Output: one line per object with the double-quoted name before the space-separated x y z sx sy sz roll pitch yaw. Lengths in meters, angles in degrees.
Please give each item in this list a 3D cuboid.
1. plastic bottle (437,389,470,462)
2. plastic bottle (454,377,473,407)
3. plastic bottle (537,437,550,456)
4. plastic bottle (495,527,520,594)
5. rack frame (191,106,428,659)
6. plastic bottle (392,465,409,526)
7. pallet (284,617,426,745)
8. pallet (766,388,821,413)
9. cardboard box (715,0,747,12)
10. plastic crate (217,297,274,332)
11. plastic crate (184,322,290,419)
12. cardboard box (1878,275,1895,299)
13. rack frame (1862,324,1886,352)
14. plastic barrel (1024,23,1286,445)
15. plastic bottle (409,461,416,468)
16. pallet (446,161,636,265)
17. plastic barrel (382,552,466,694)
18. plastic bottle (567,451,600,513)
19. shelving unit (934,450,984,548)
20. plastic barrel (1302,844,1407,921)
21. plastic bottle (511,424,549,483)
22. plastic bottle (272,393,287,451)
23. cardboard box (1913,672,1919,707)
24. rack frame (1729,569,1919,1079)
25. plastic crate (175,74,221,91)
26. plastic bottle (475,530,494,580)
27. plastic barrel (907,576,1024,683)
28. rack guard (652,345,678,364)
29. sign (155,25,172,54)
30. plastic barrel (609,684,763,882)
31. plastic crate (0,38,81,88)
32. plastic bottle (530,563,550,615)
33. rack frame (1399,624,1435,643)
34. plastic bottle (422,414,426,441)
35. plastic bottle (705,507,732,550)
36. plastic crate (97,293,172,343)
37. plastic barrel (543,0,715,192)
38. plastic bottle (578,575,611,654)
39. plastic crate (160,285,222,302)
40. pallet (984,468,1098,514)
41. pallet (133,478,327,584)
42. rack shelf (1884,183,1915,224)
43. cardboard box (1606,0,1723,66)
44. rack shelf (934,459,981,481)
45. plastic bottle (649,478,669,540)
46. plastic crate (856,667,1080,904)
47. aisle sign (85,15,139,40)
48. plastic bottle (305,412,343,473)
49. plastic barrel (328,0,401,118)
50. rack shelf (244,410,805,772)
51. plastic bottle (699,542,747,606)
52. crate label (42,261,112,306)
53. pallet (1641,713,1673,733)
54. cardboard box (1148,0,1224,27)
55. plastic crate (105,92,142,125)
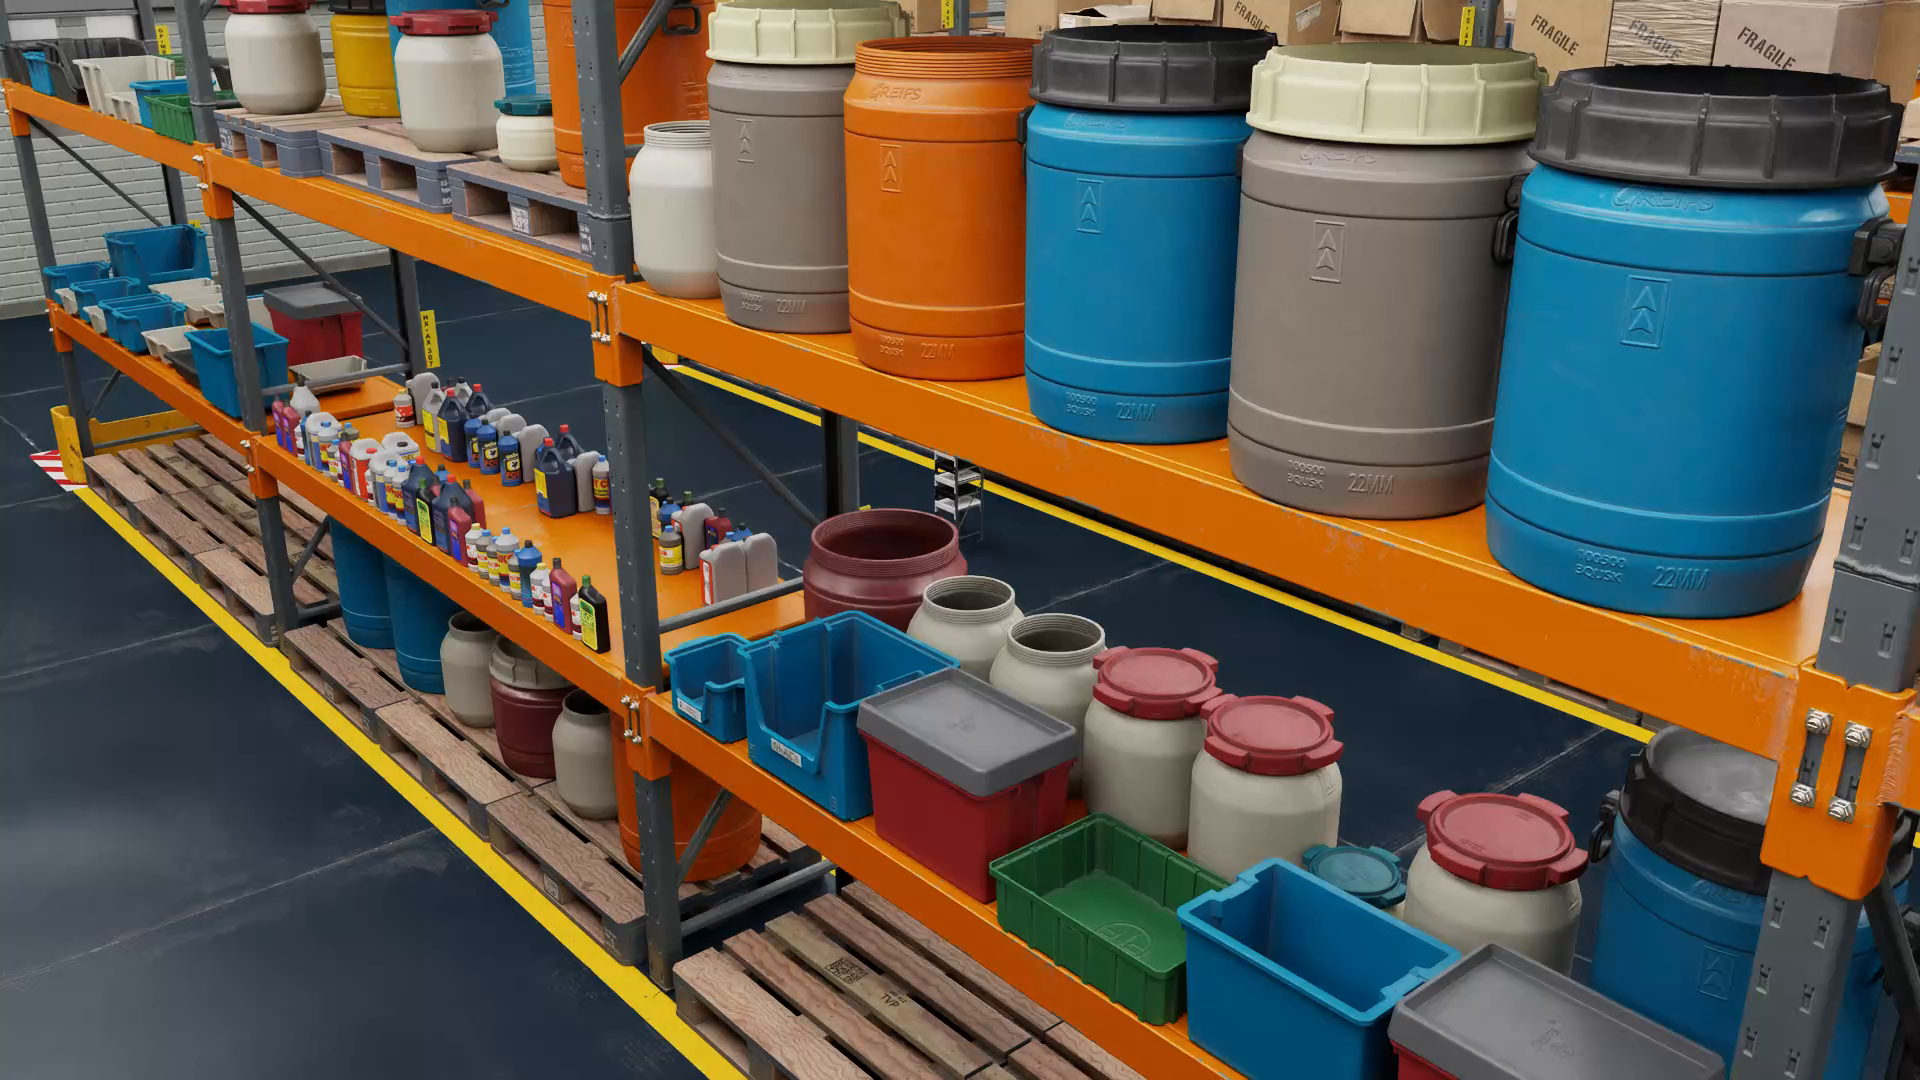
"plastic bottle" -2.556 -0.586 8.434 0.144 0.351 0.185 -17 27 -37
"plastic bottle" -2.567 -0.671 8.652 0.144 0.351 0.185 -17 27 -37
"plastic bottle" -1.969 -0.360 7.966 0.097 0.271 0.097 0 21 0
"plastic bottle" -1.858 0.077 6.850 0.097 0.271 0.097 0 21 0
"rack frame" -3.415 -0.870 9.093 1.000 3.000 0.127 -17 27 -37
"plastic bottle" -2.527 -0.206 7.574 0.097 0.271 0.097 0 21 0
"pallet" -2.943 0.651 9.032 1.003 0.211 1.213 -17 27 -37
"pallet" -0.901 -1.317 14.056 1.003 0.211 1.213 -17 27 -37
"cardboard box" -1.618 -4.525 13.460 0.700 0.500 0.500 -19 28 -39
"plastic crate" -4.272 -1.309 10.292 0.437 0.282 0.530 -17 27 -37
"plastic crate" -3.978 -0.938 9.207 0.392 0.384 0.575 -17 27 -37
"cardboard box" 6.860 -1.955 11.726 0.500 0.500 0.500 -17 27 -37
"rack frame" 6.771 -2.097 12.225 1.000 3.000 0.127 -17 27 -37
"plastic barrel" 0.457 -0.740 3.960 0.600 0.901 0.708 -17 27 -37
"plastic bottle" -2.564 -0.274 7.843 0.097 0.201 0.097 0 21 0
"pallet" -1.229 -1.308 6.357 1.003 0.211 1.213 -17 27 -37
"plastic barrel" -2.611 0.261 8.505 0.600 0.901 0.708 -17 27 -37
"plastic bottle" -1.747 -0.287 7.774 0.152 0.276 0.135 -17 27 -37
"shelving unit" -0.005 -0.421 10.826 0.258 0.900 0.210 -17 27 -37
"plastic barrel" 1.059 1.002 4.502 0.301 0.262 0.301 0 21 0
"plastic bottle" -2.106 -0.439 8.162 0.152 0.276 0.135 -17 27 -37
"plastic bottle" -3.499 -0.613 8.596 0.061 0.283 0.133 -17 27 -37
"cardboard box" 4.512 0.655 8.024 0.500 0.500 0.700 20 29 41
"rack frame" 1.807 1.340 3.449 1.000 3.000 0.127 -17 27 -37
"plastic crate" -4.489 -2.737 10.108 0.437 0.136 0.530 -17 27 -37
"plastic bottle" -1.985 0.056 7.001 0.097 0.201 0.097 0 21 0
"plastic barrel" 0.029 0.416 5.655 0.421 0.512 0.421 0 21 0
"rack guard" -2.290 -1.997 15.397 1.175 0.500 0.348 -17 27 -37
"sign" -5.620 -3.459 11.732 0.100 0.325 0.005 -17 27 -37
"plastic barrel" -1.137 0.919 6.925 0.600 0.830 0.708 -17 27 -37
"plastic crate" -5.986 -3.138 10.950 0.497 0.269 0.590 -17 27 -37
"plastic bottle" -1.667 0.190 6.657 0.097 0.201 0.097 0 21 0
"rack frame" 2.948 -0.944 9.281 1.000 3.000 0.127 -17 27 -37
"plastic bottle" -2.757 -0.610 8.701 0.097 0.201 0.097 0 21 0
"plastic bottle" -1.022 -0.009 7.054 0.061 0.283 0.133 -17 27 -37
"plastic crate" -5.255 -1.415 10.631 0.416 0.233 0.300 -17 27 -37
"plastic barrel" -1.173 -1.715 5.971 0.600 0.830 0.708 -17 27 -37
"plastic bottle" -1.392 0.279 6.318 0.061 0.283 0.133 -17 27 -37
"plastic crate" -5.179 -1.615 11.273 0.396 0.136 0.243 -17 27 -37
"pallet" 0.898 -0.556 12.113 1.003 0.211 1.213 -17 27 -37
"pallet" -4.725 -0.103 10.957 1.003 0.211 1.213 -17 27 -37
"rack shelf" 4.253 -1.453 7.455 1.077 0.370 4.000 -17 27 -37
"cardboard box" 3.388 -2.288 7.777 0.500 0.500 0.500 -17 27 -37
"rack shelf" -0.005 -0.474 10.805 0.258 0.077 0.200 -17 27 -37
"plastic bottle" -1.347 -0.147 7.405 0.061 0.283 0.133 -17 27 -37
"plastic crate" 0.019 0.725 4.934 0.402 0.464 0.583 -17 27 -37
"aisle sign" -5.851 -3.275 11.669 0.394 0.787 0.004 -17 27 -37
"plastic bottle" -3.163 -0.493 8.299 0.152 0.276 0.135 -17 27 -37
"plastic barrel" -2.666 -2.346 7.914 0.600 0.588 0.600 0 21 0
"rack shelf" -2.110 0.017 7.813 1.077 0.370 4.000 -17 27 -37
"plastic bottle" -0.957 0.132 6.703 0.152 0.276 0.135 -17 27 -37
"crate label" -6.115 -1.779 11.560 0.416 0.233 0.303 -17 27 -37
"pallet" 4.249 0.907 8.378 1.003 0.211 1.213 -17 27 -37
"cardboard box" 1.598 -3.144 10.067 0.797 0.503 0.637 -18 28 -38
"plastic crate" -4.534 -2.405 9.259 0.293 0.136 0.466 -17 27 -37
